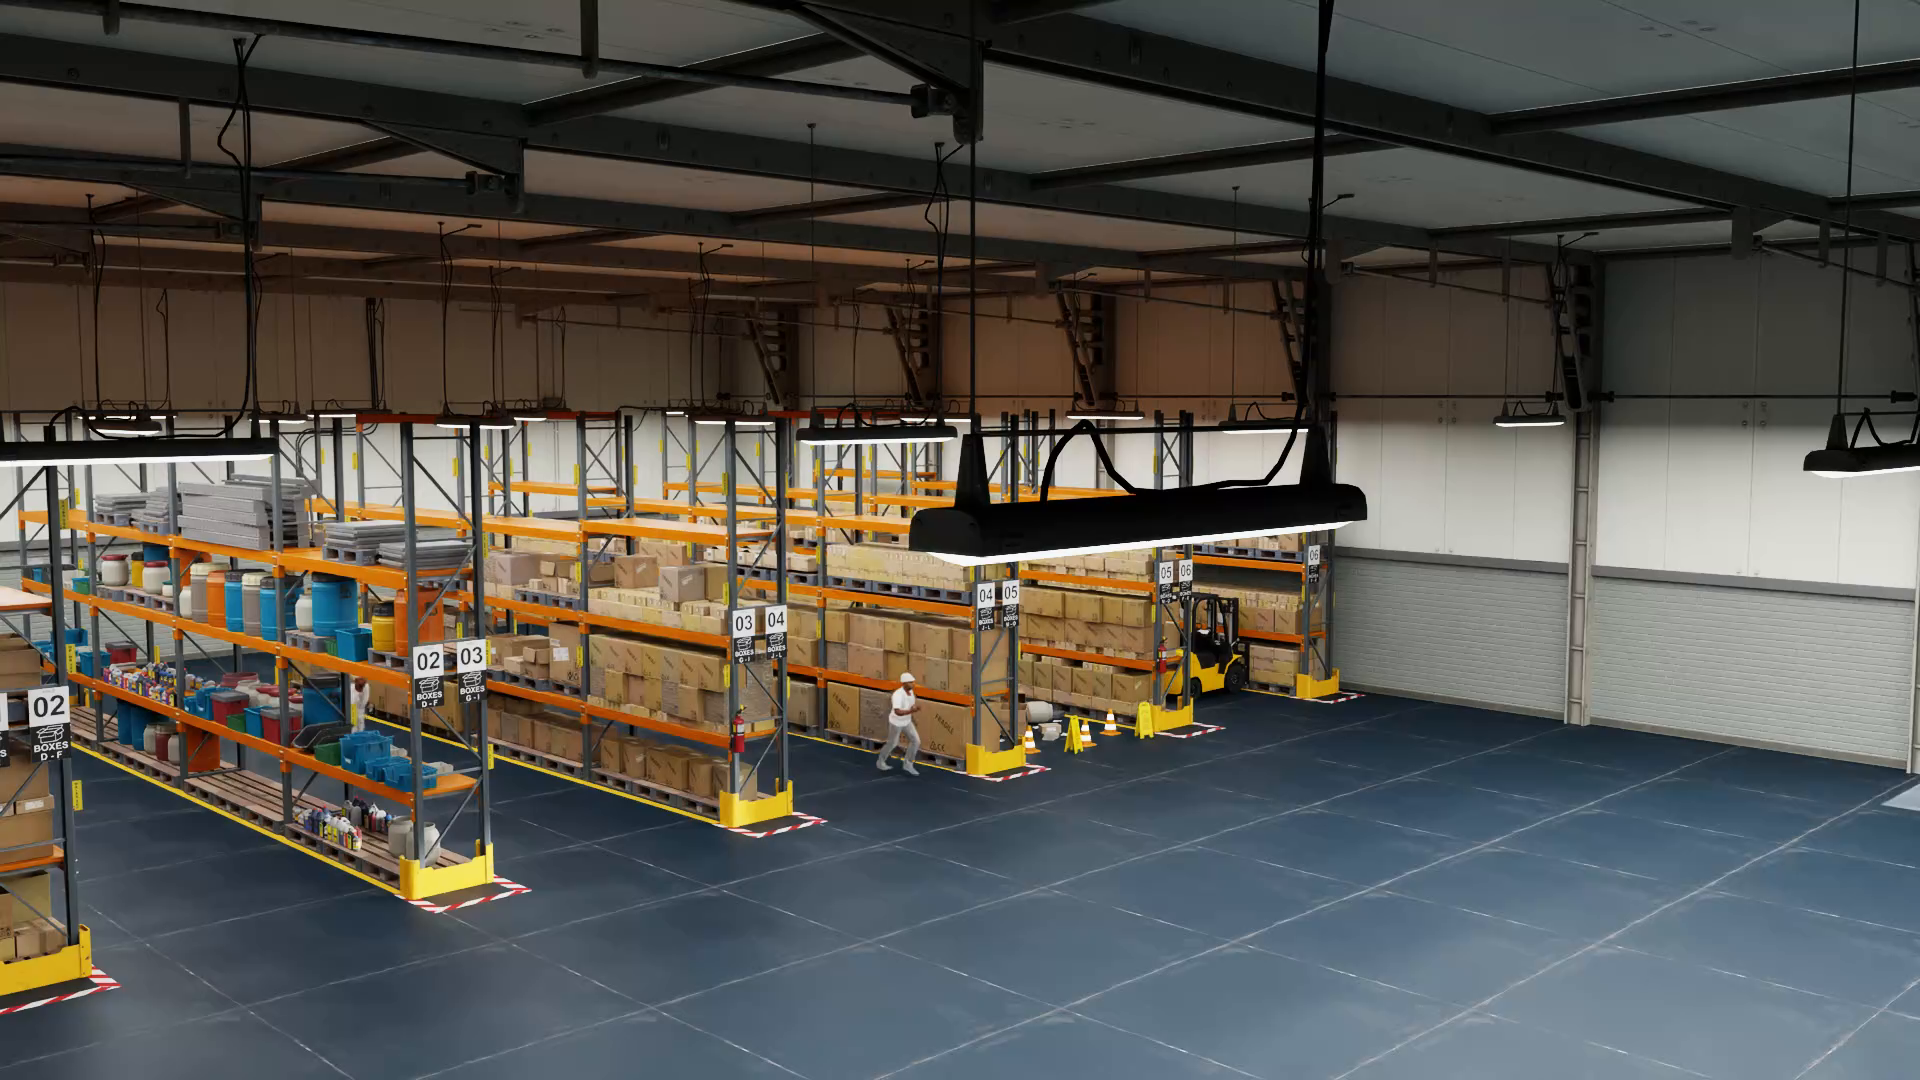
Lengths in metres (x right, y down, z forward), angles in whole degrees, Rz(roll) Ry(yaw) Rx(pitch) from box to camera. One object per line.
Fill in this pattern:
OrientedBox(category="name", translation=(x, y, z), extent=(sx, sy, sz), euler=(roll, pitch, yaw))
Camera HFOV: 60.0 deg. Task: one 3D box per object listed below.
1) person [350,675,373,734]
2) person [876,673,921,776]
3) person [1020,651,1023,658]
OrientedBox(category="person", translation=(-10.326, 3.042, 28.271), extent=(0.755, 1.705, 0.687), euler=(3, 6, 31))
OrientedBox(category="person", translation=(-1.000, 3.065, 27.708), extent=(0.918, 1.740, 0.665), euler=(3, 6, 35))
OrientedBox(category="person", translation=(1.133, 2.182, 38.117), extent=(0.899, 1.642, 0.558), euler=(3, 6, 29))
